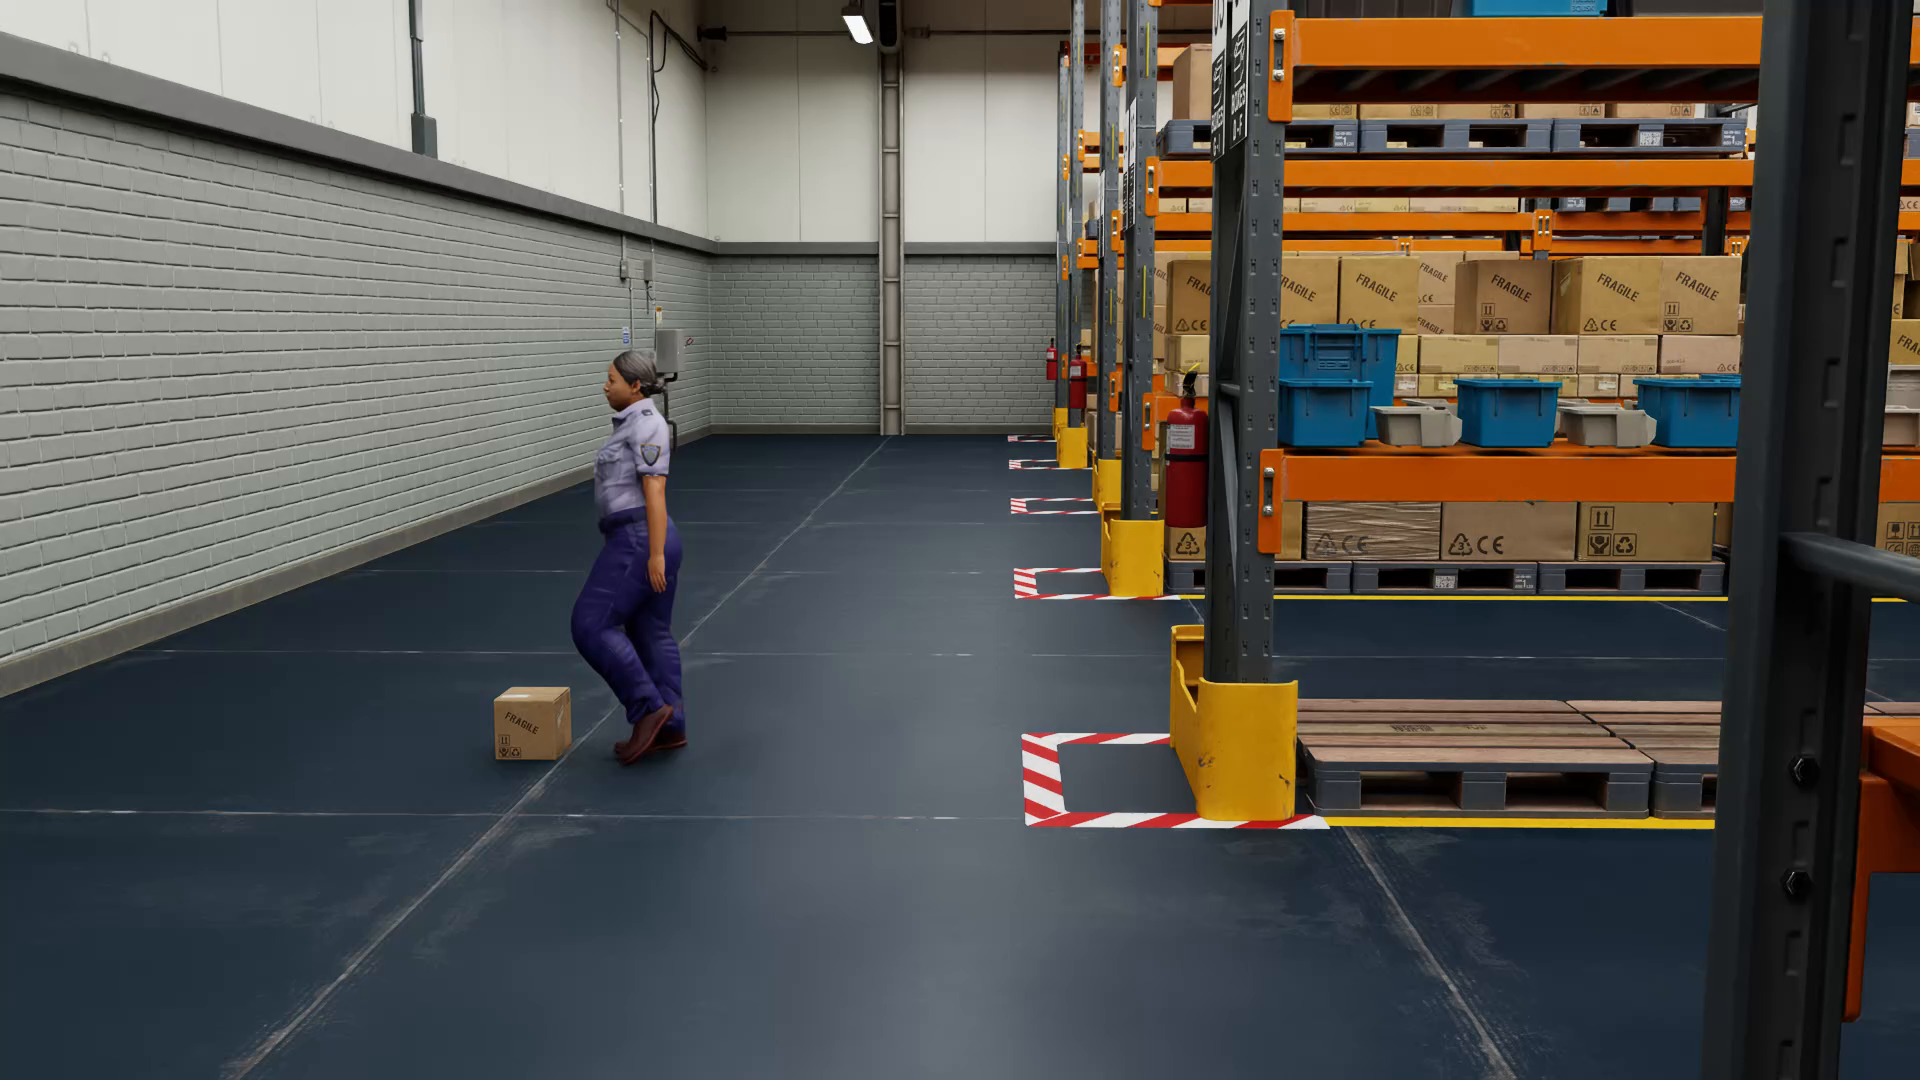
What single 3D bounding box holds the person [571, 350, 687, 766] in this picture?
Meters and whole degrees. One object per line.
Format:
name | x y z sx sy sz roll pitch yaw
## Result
person | -1.354 0.060 6.778 0.460 1.648 0.551 -2 7 -12
